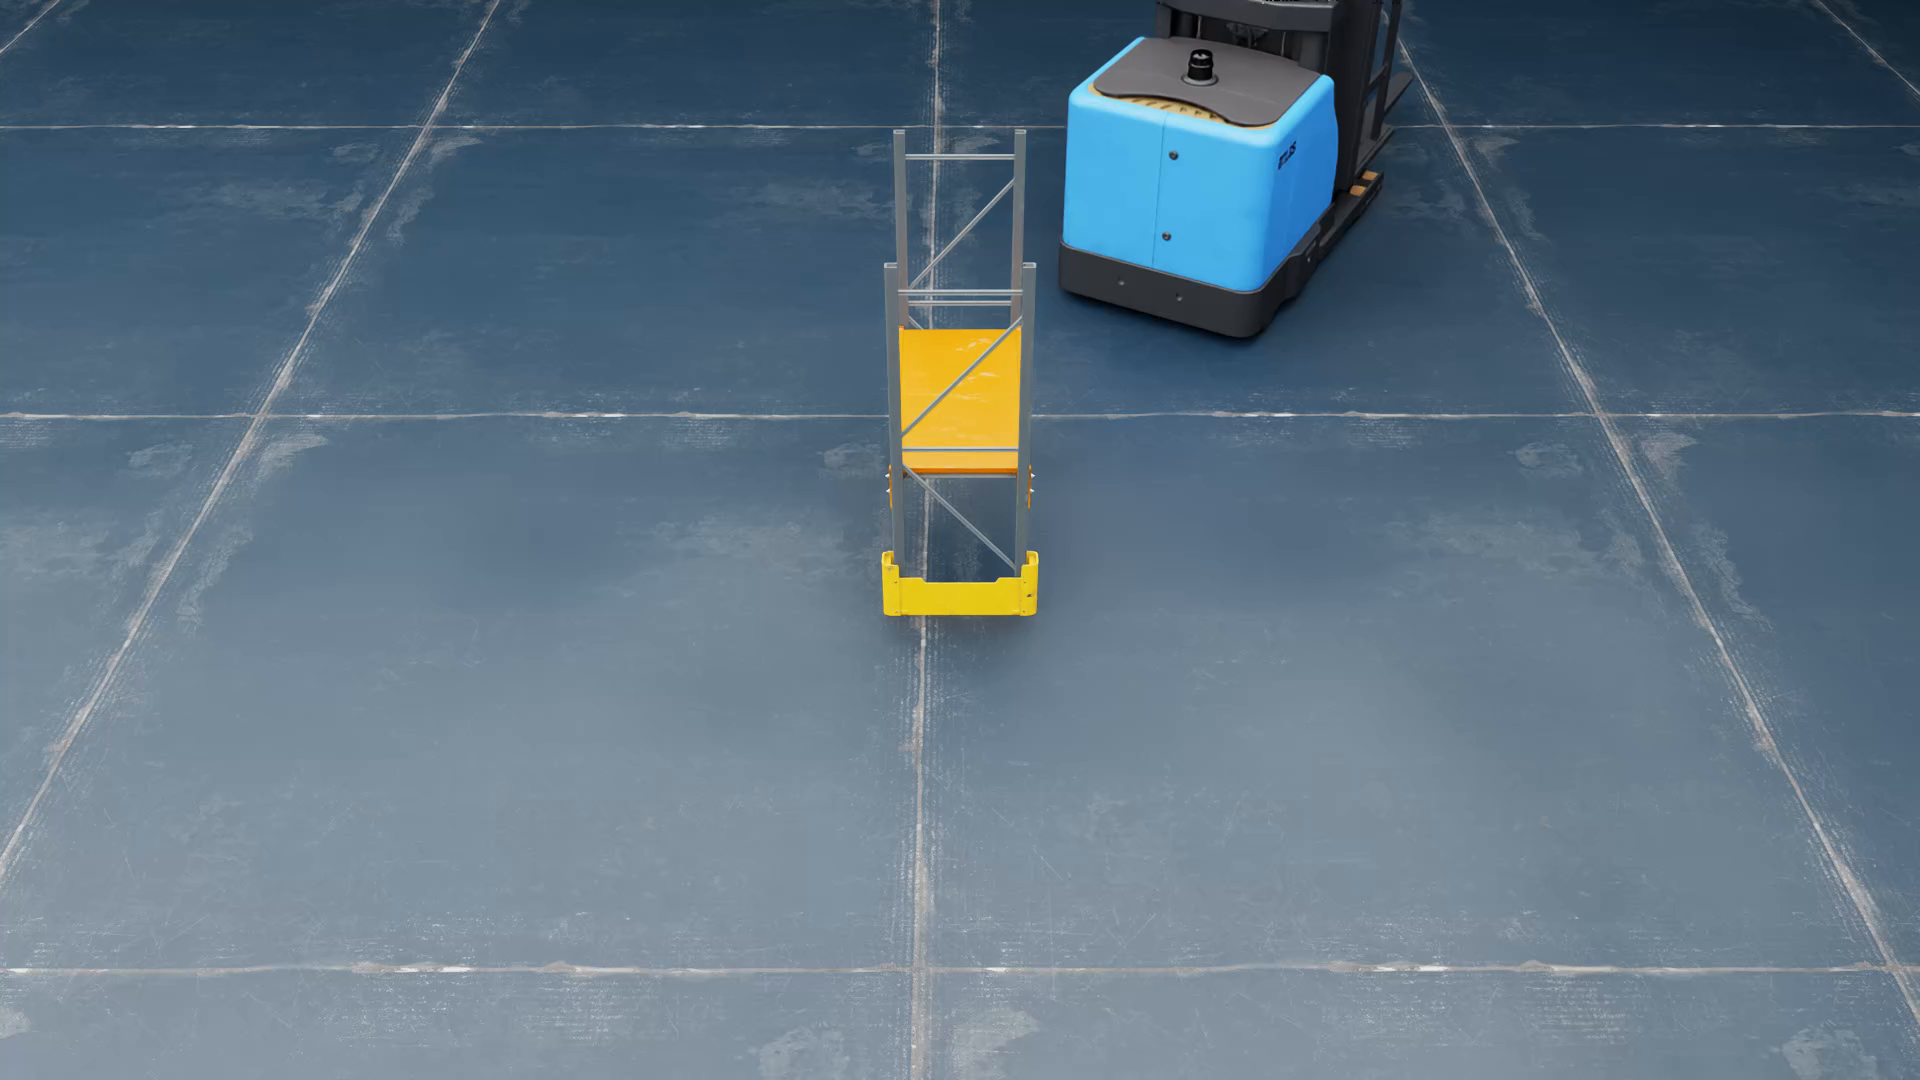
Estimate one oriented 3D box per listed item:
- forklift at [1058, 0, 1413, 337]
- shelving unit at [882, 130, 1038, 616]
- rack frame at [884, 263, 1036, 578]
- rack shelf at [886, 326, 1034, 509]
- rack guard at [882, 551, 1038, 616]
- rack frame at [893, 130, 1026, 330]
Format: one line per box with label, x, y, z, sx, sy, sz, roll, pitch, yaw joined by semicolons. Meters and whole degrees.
forklift;1.645;-3.003;8.153;1.130;2.935;3.031;19;43;22
shelving unit;0.000;-0.633;6.340;0.587;1.500;1.083;0;39;0
rack frame;0.000;-0.321;5.951;0.500;1.500;0.032;0;39;0
rack shelf;0.000;-0.498;6.460;0.538;0.185;1.000;0;39;0
rack guard;0.000;0.166;6.343;0.587;0.250;0.087;0;39;0
rack frame;-0.001;-0.956;6.744;0.500;1.500;0.032;0;39;0
